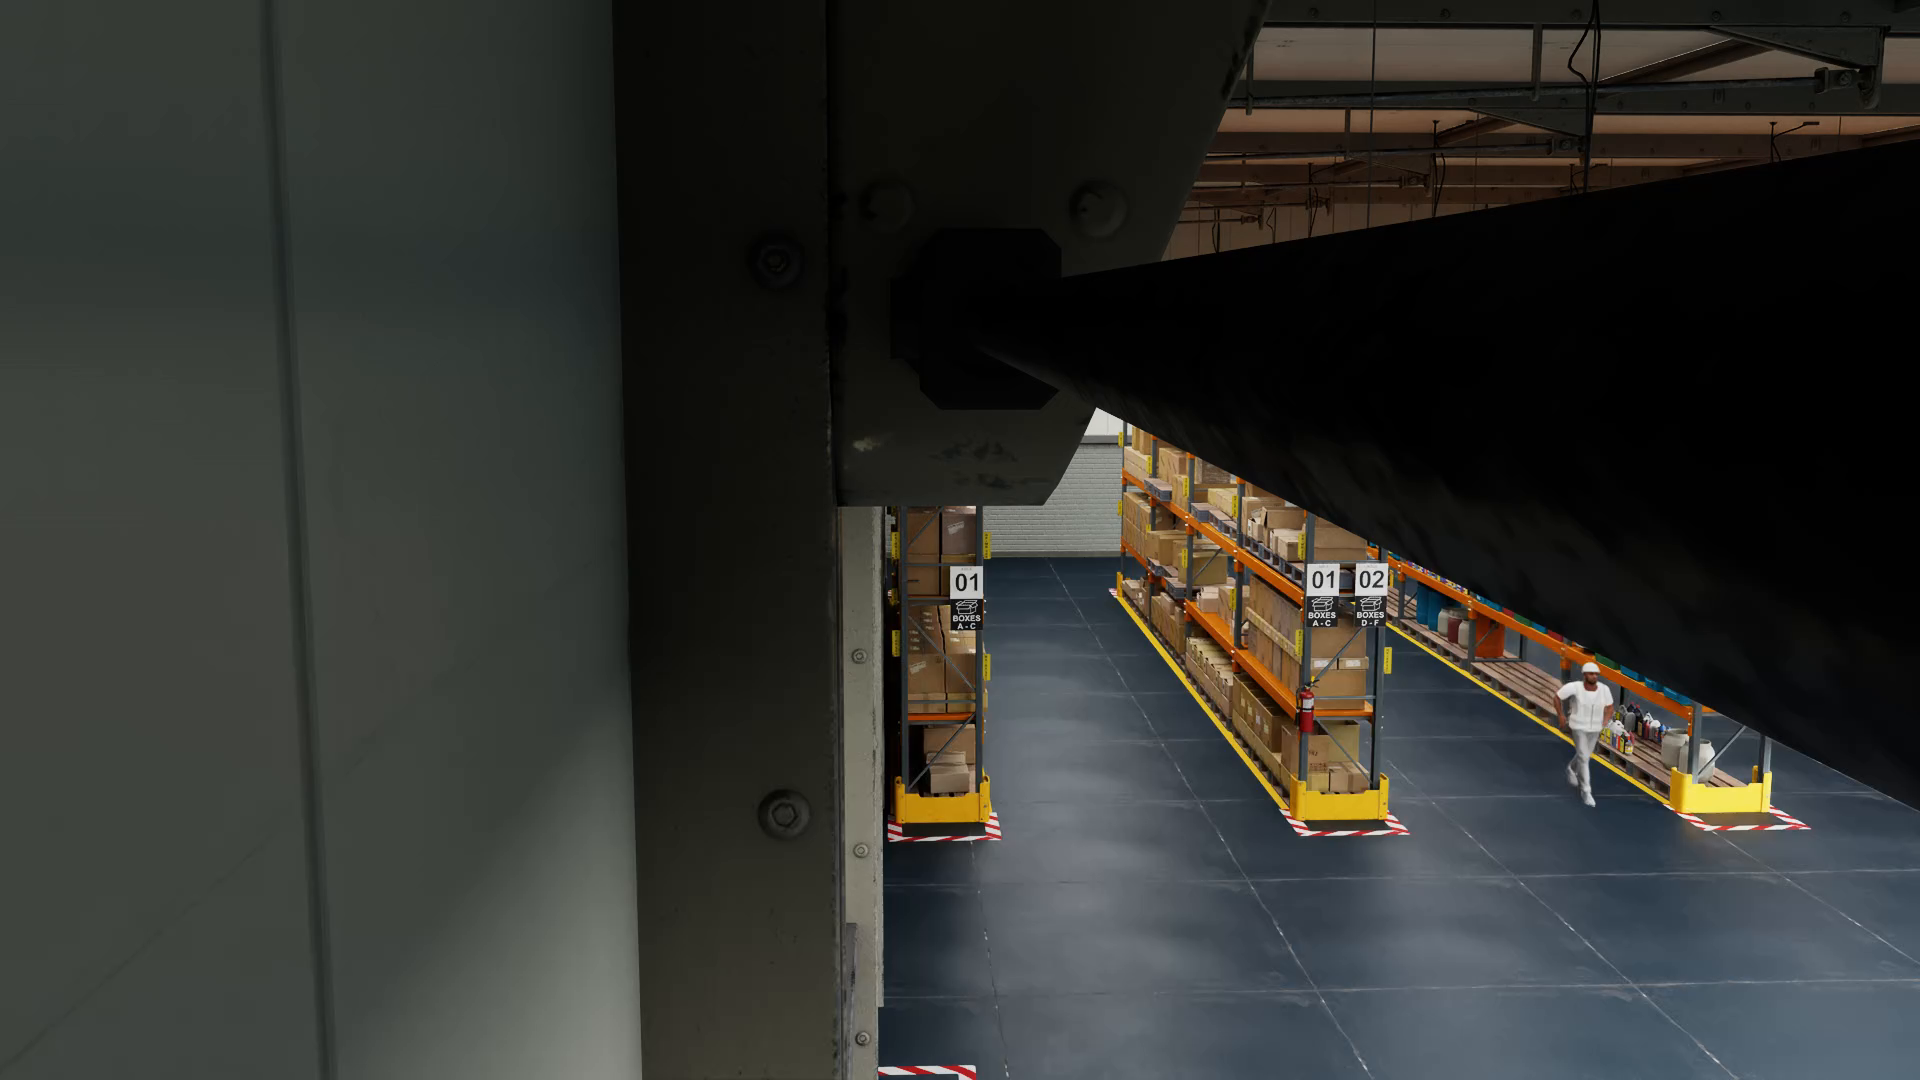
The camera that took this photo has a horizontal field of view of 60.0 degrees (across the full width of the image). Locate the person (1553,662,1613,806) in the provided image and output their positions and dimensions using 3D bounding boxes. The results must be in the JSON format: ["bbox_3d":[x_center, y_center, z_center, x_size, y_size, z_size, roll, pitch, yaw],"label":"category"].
[{"bbox_3d":[8.087,2.455,21.507,0.709,1.802,0.921,-1,8,-6],"label":"person"}]
